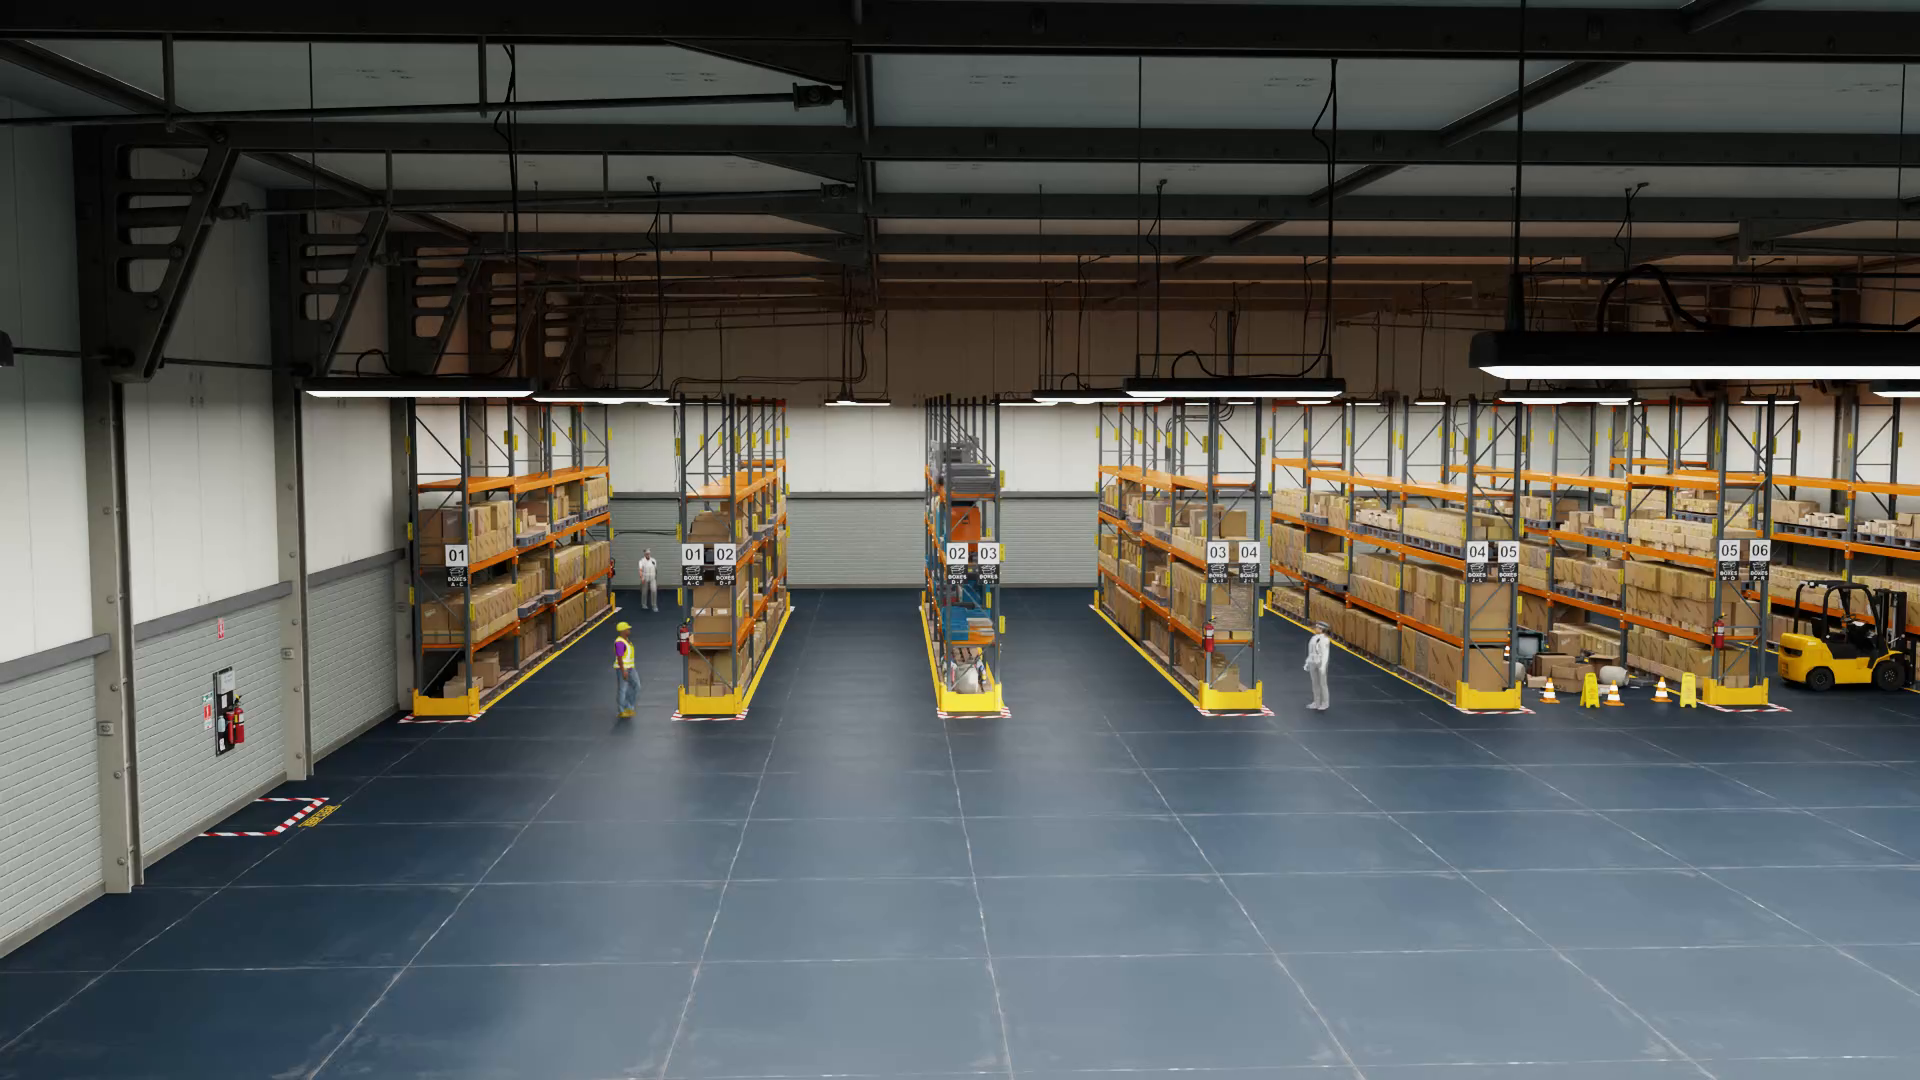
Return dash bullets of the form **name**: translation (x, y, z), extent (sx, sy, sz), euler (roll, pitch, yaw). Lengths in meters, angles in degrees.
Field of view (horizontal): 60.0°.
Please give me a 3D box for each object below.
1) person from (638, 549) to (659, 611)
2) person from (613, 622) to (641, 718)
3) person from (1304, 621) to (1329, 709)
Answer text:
- **person**: translation (-8.844, 1.118, 47.089), extent (0.540, 1.751, 0.889), euler (-2, 5, -20)
- **person**: translation (-6.214, 2.441, 30.916), extent (0.490, 1.837, 0.596), euler (2, 5, 26)
- **person**: translation (6.826, 2.380, 31.761), extent (0.401, 1.704, 0.558), euler (-4, 6, -41)
